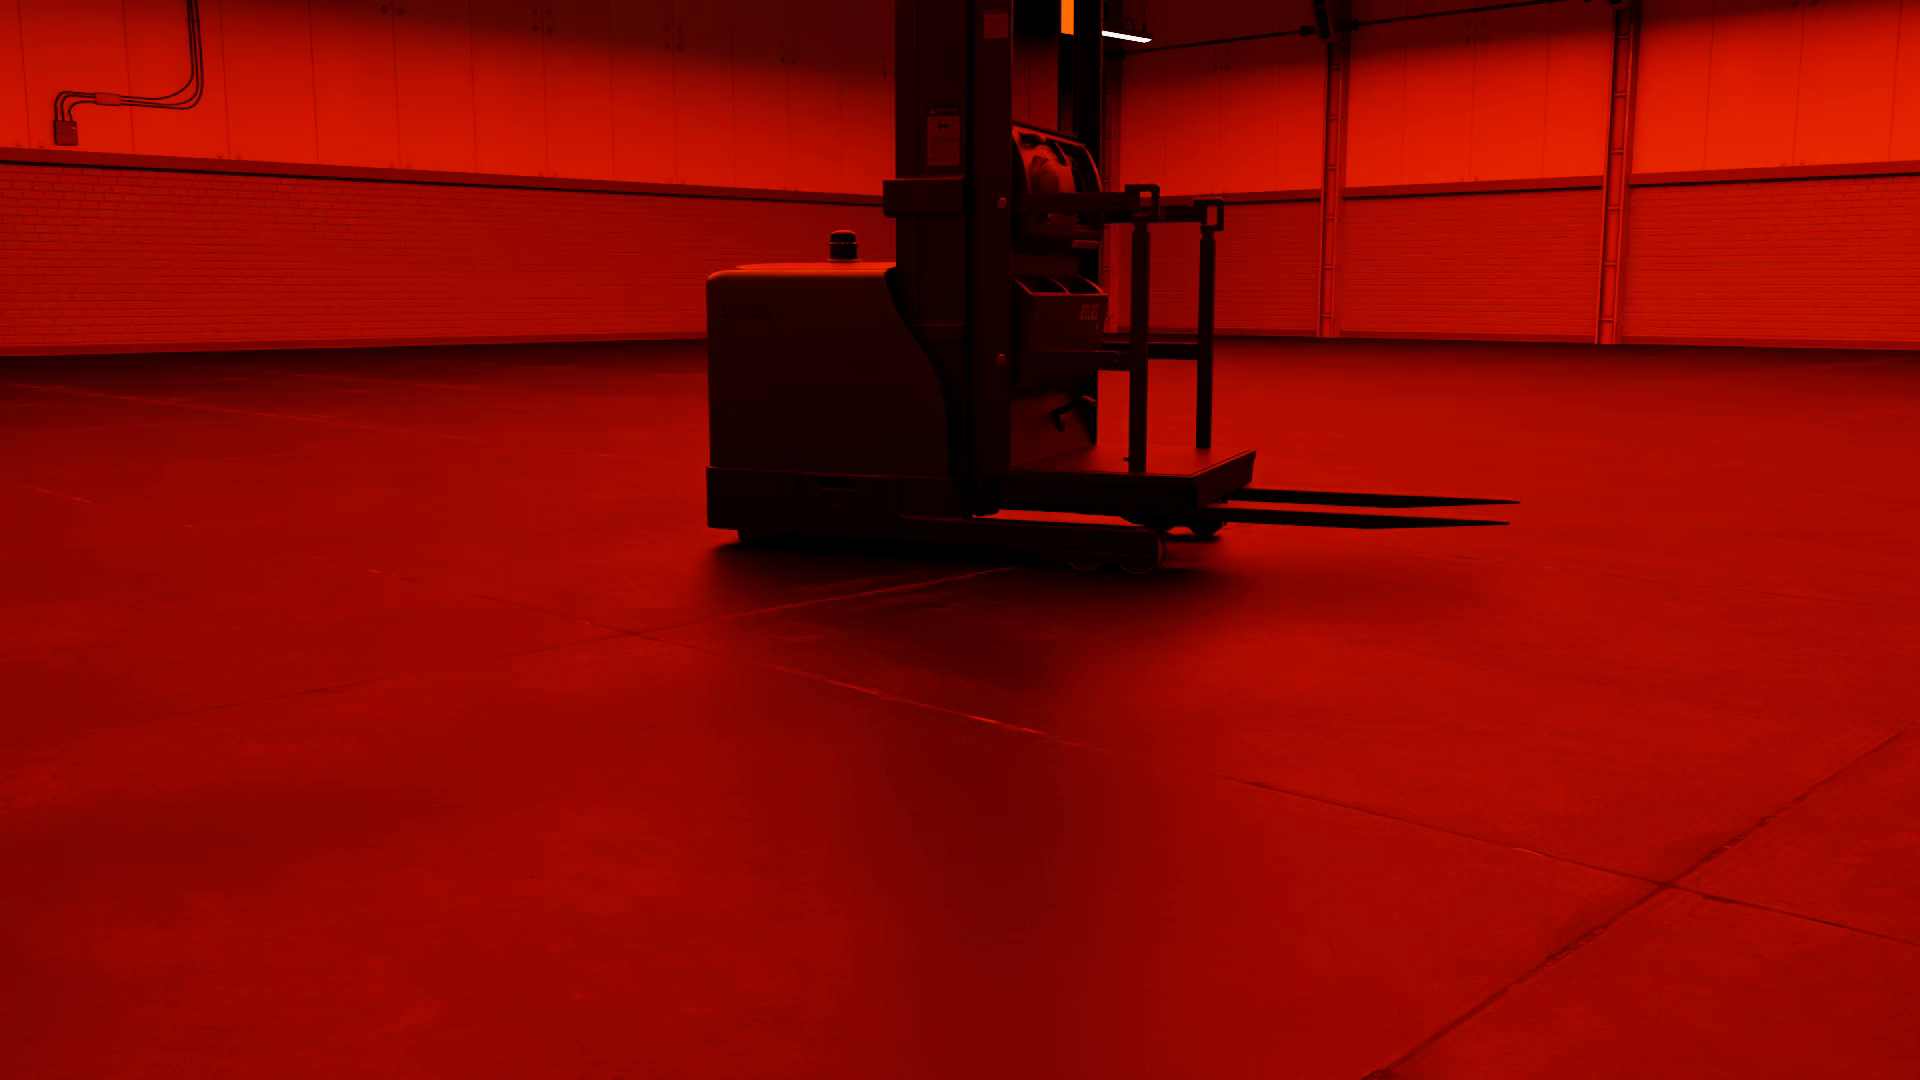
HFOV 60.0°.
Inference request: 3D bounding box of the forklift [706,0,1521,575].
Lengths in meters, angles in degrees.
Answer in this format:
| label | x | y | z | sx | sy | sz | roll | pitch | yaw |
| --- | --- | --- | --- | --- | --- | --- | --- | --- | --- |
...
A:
| label | x | y | z | sx | sy | sz | roll | pitch | yaw |
| --- | --- | --- | --- | --- | --- | --- | --- | --- | --- |
| forklift | 0.565 | -1.416 | 6.275 | 3.031 | 2.935 | 1.130 | 3 | 9 | 22 |
